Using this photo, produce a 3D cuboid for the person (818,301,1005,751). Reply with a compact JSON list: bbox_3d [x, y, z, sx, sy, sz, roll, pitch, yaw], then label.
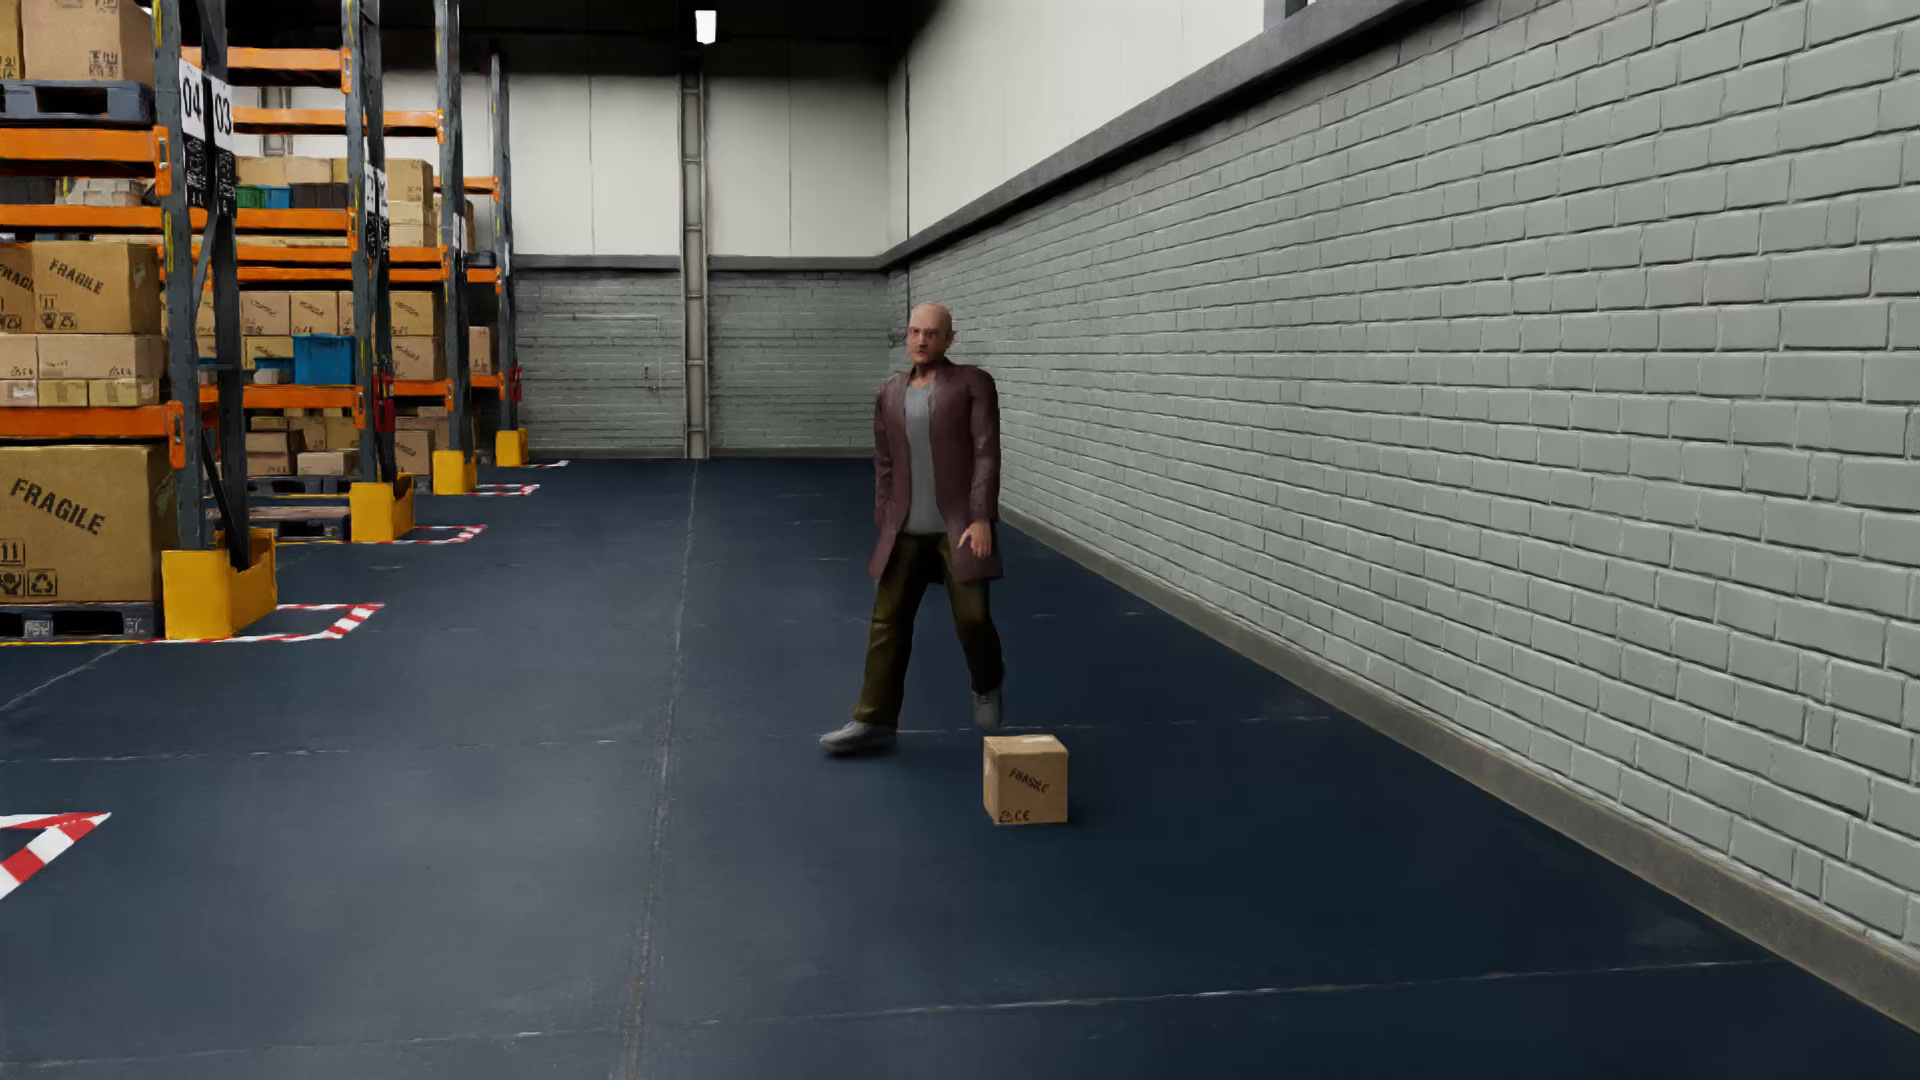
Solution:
[{"bbox_3d":[-0.107,-0.059,6.653,0.698,1.771,0.667,3,7,24],"label":"person"}]
